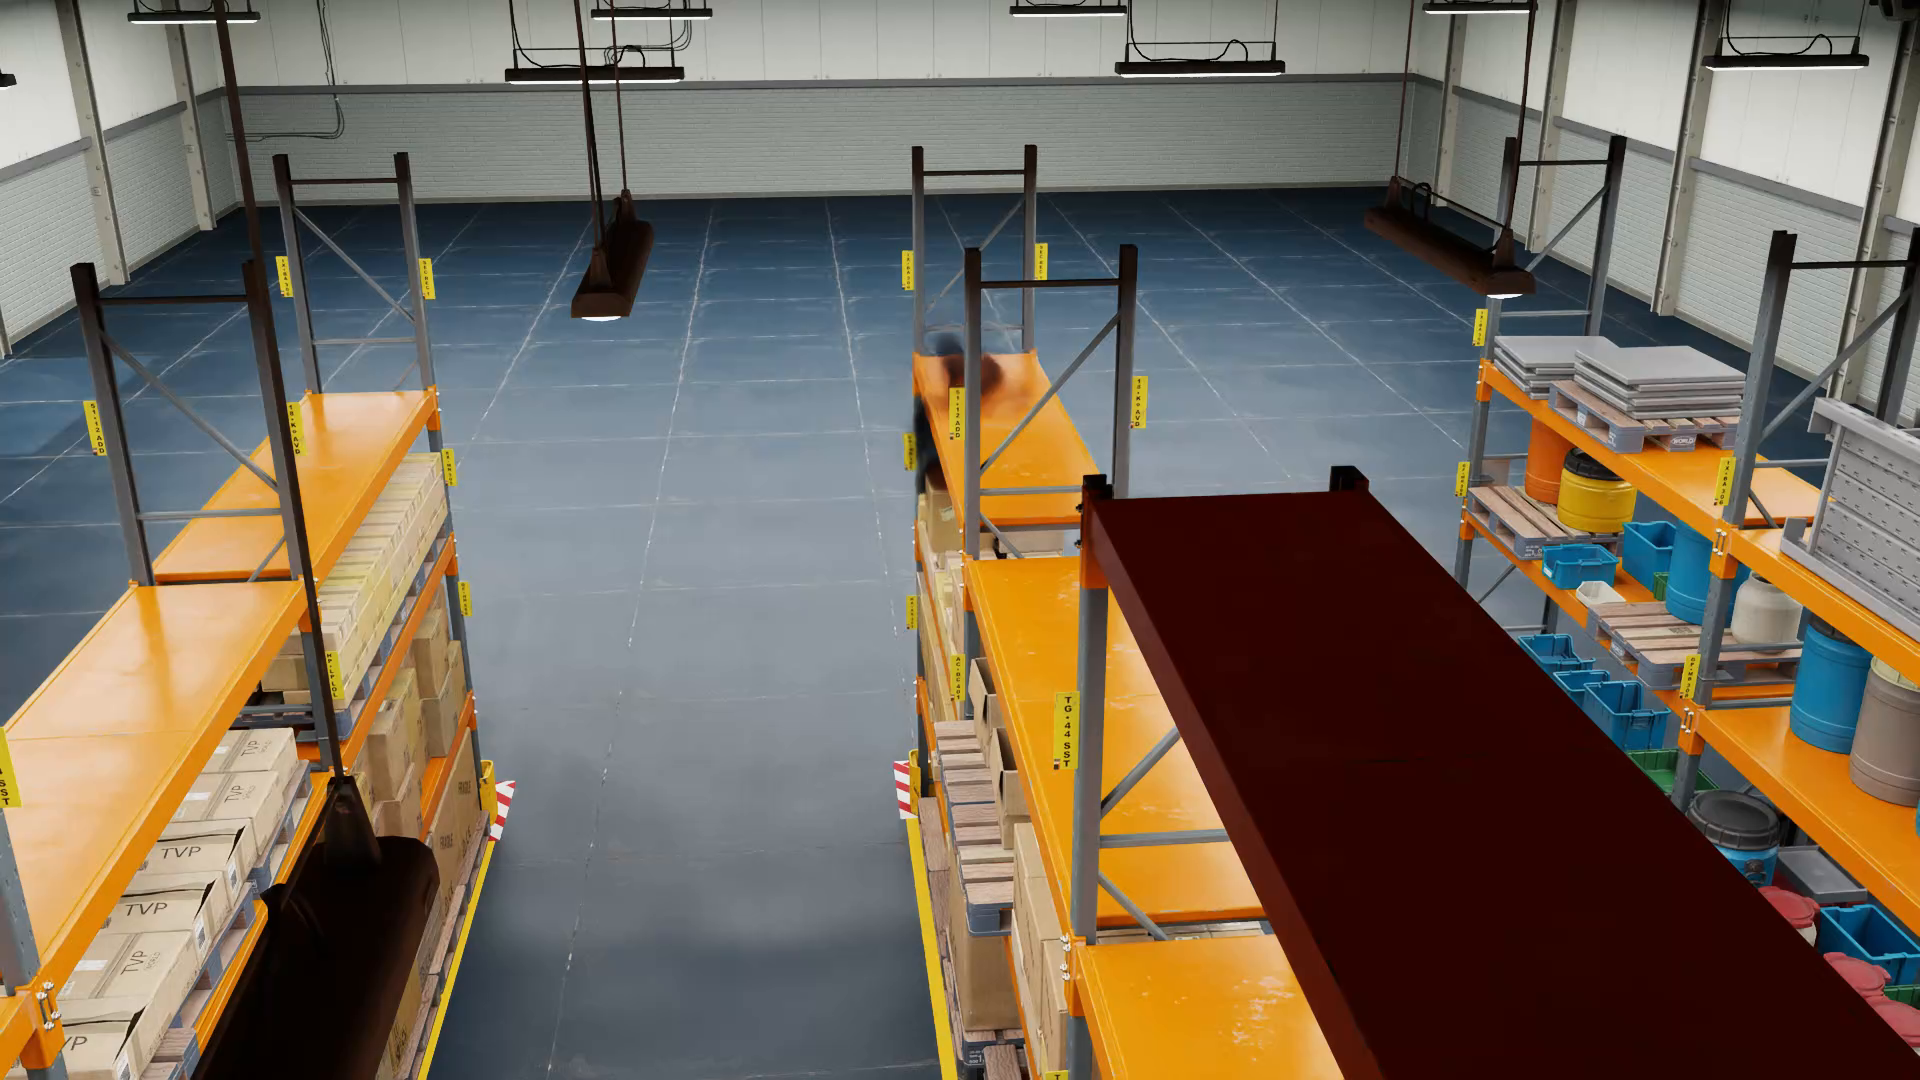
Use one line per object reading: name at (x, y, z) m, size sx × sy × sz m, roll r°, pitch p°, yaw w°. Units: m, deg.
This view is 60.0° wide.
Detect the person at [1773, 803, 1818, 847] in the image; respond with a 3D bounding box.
person at (6.807, 2.282, 13.494) m, size 0.650 × 1.755 × 0.826 m, roll -6°, pitch 22°, yaw -14°
